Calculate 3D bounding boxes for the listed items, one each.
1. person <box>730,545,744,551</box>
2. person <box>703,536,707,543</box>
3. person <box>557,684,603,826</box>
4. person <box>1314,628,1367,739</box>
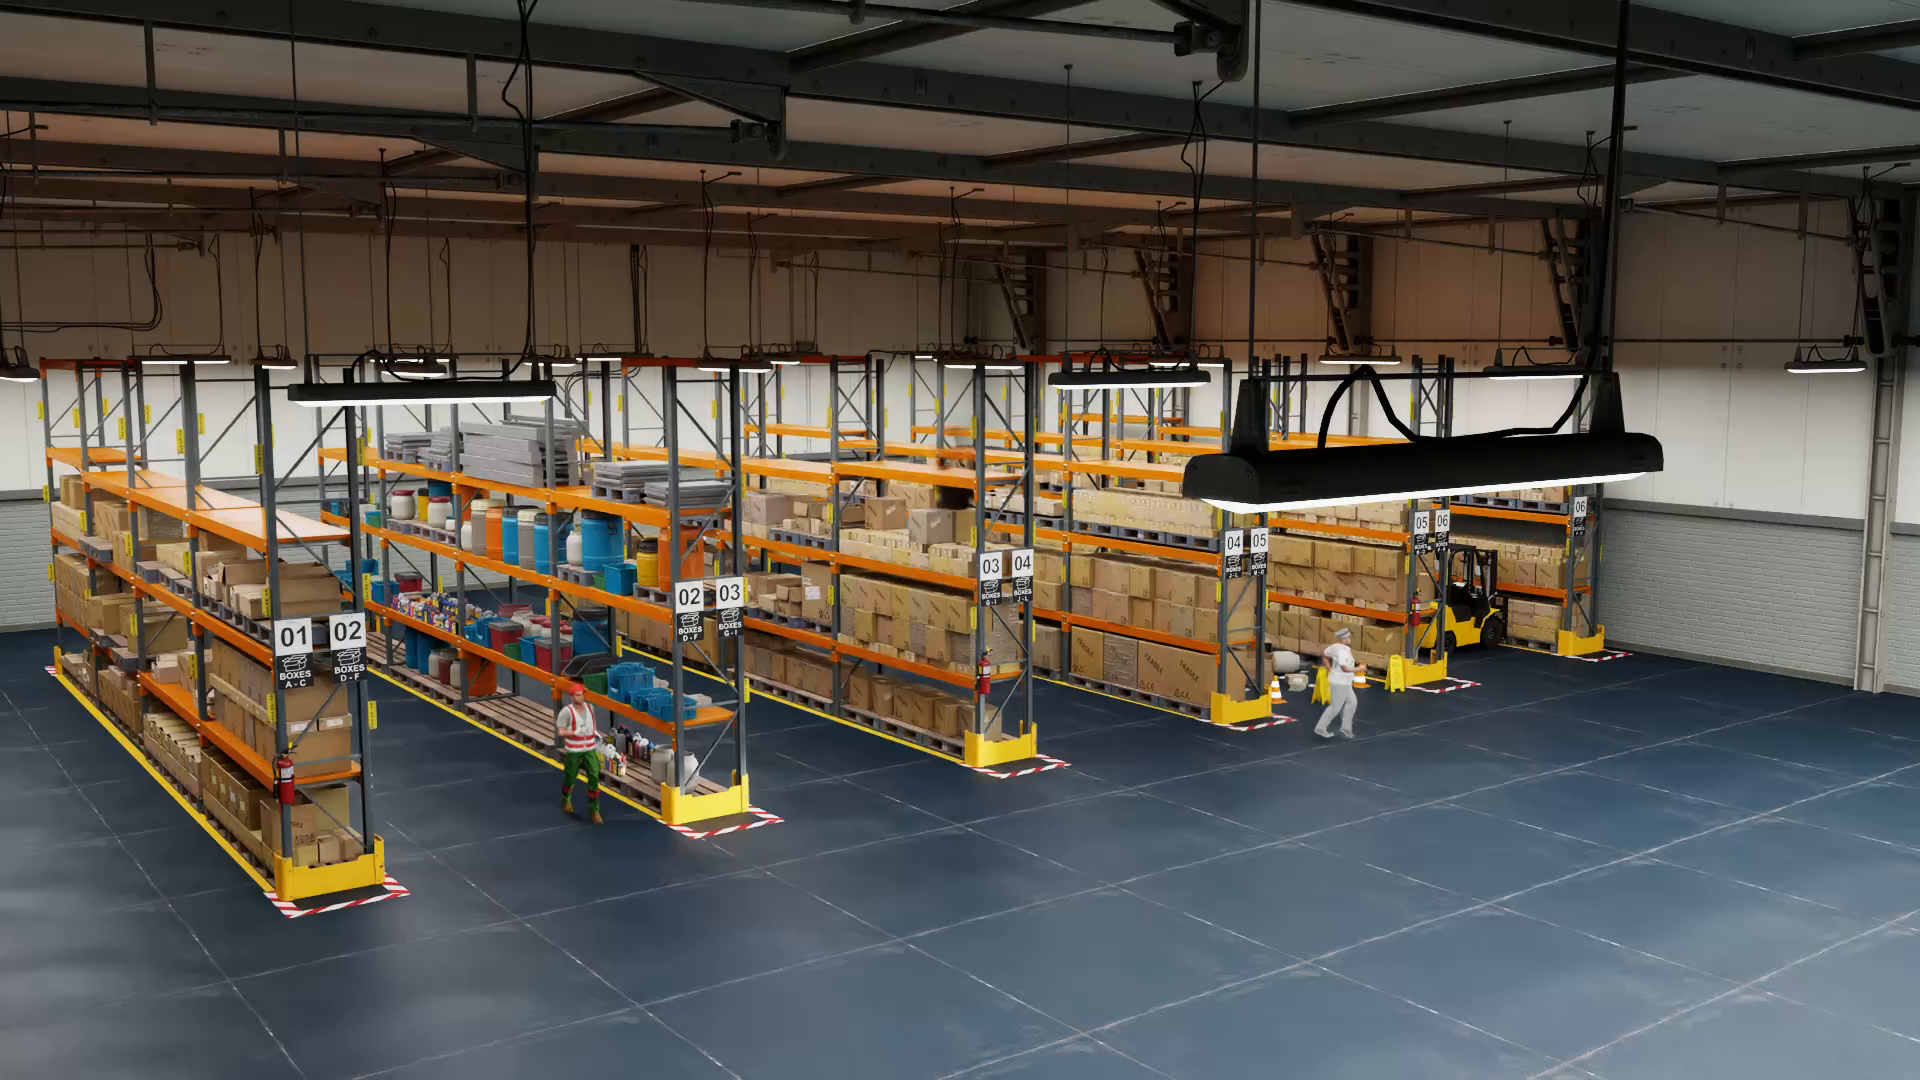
[{"bbox_3d":[-5.569,0.555,41.713,0.561,1.589,0.676,-2,7,-20],"label":"person"},{"bbox_3d":[-6.262,0.738,39.811,0.729,1.665,0.557,0,7,-4],"label":"person"},{"bbox_3d":[-5.017,2.795,21.956,0.653,1.827,0.871,-5,8,-35],"label":"person"},{"bbox_3d":[6.034,2.304,26.367,0.799,1.847,0.645,1,7,8],"label":"person"}]
